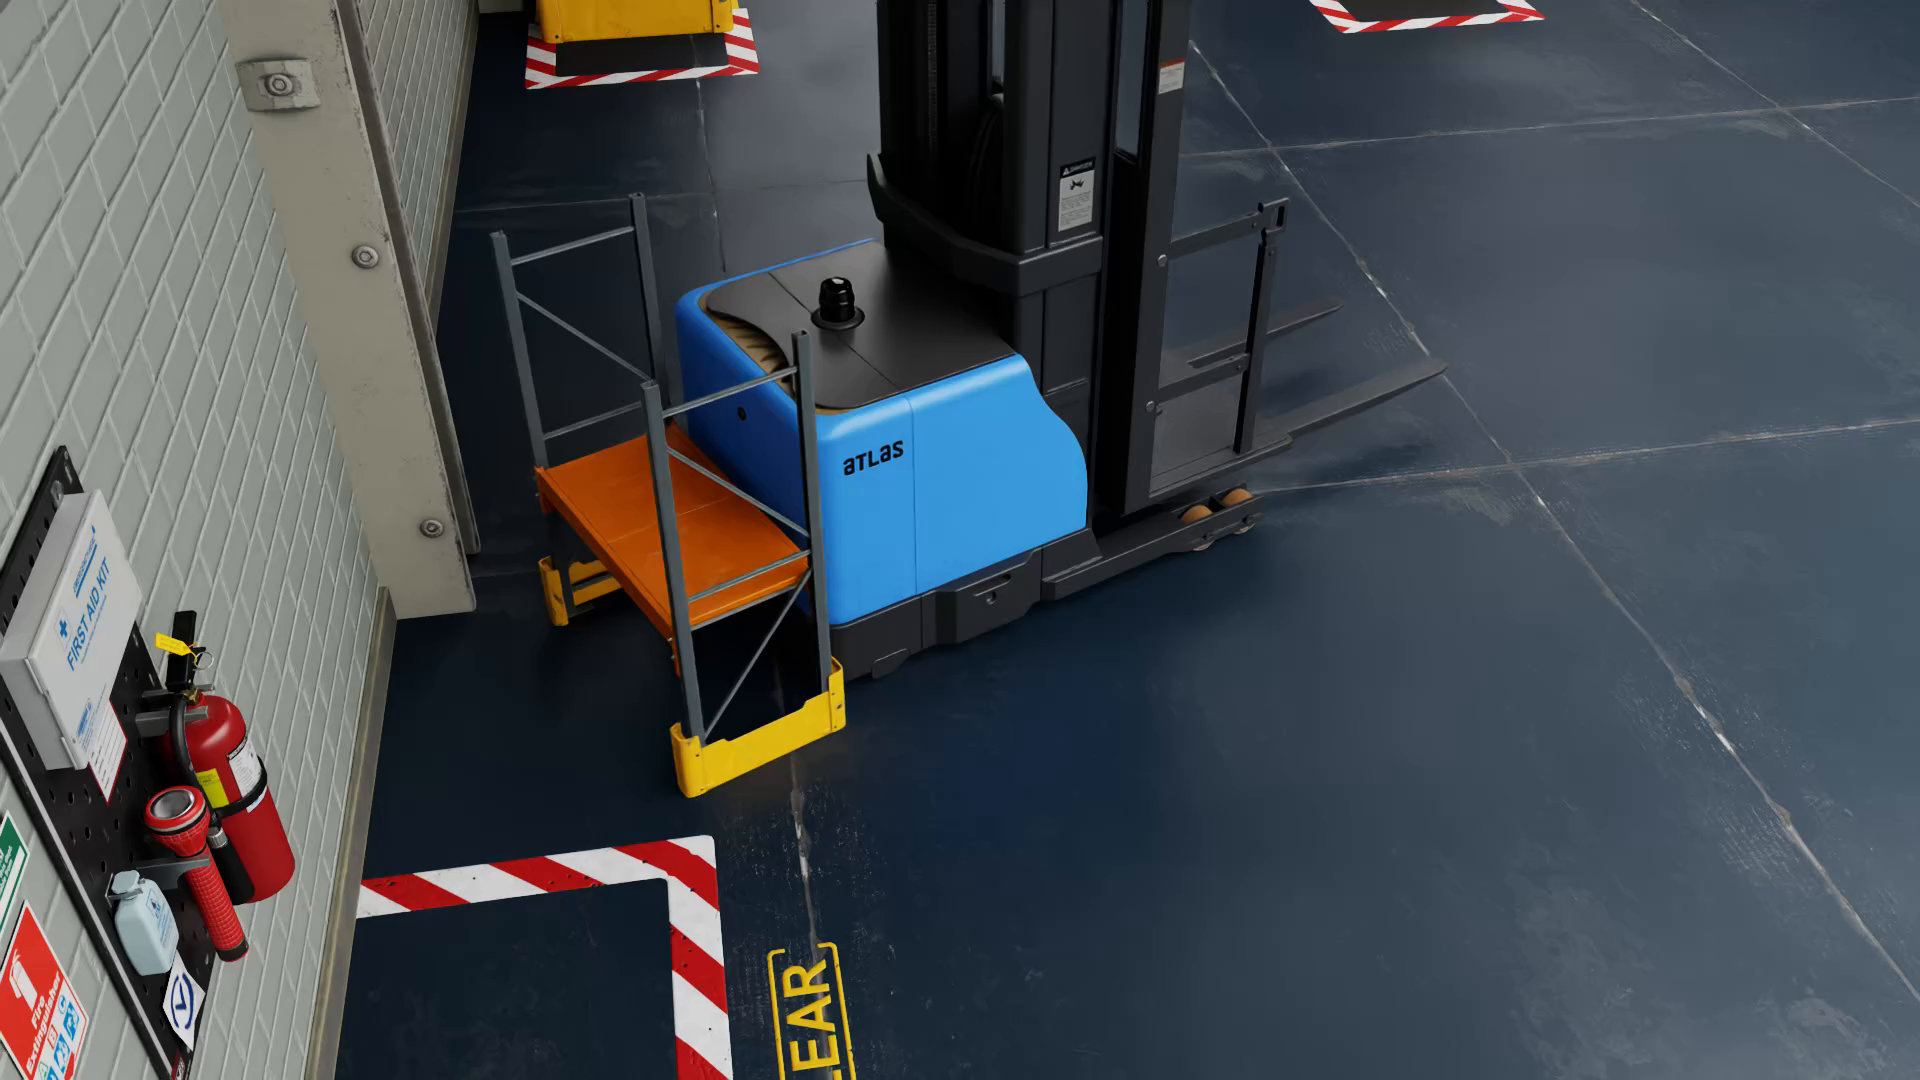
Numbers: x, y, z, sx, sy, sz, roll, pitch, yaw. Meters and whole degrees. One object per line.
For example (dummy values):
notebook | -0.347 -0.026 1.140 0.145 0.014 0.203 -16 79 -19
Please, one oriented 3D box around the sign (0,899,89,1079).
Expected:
sign | -1.523 0.791 2.757 0.001 0.329 0.234 -6 38 -8

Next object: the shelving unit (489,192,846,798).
shelving unit | -0.916 -0.153 5.225 0.587 1.500 1.083 -23 43 -27

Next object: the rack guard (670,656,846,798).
rack guard | -0.633 0.592 5.285 0.587 0.250 0.087 -23 43 -27

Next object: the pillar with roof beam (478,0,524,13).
pillar with roof beam | 1.273 -7.493 8.559 9.100 9.000 0.400 -6 38 -8

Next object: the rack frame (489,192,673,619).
rack frame | -1.200 -0.405 5.549 0.500 1.500 0.032 -23 43 -27

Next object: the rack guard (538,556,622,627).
rack guard | -1.199 0.089 5.931 0.587 0.250 0.087 -23 43 -27

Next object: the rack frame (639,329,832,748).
rack frame | -0.622 0.108 4.889 0.500 1.500 0.032 -23 43 -27

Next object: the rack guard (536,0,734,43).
rack guard | -2.005 -3.389 10.205 1.175 0.500 0.348 -6 38 -8

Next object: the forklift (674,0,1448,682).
forklift | 0.546 -1.371 5.625 3.031 2.935 1.130 -21 43 -25

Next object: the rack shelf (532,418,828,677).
rack shelf | -0.911 -0.006 5.329 0.538 0.185 1.000 -23 43 -27

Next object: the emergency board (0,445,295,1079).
emergency board | -1.518 0.460 3.212 0.194 1.169 0.643 -6 38 -8

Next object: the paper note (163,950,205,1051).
paper note | -1.555 0.923 3.336 0.016 0.148 0.142 -6 38 -8

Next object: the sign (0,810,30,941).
sign | -1.515 0.578 2.600 0.001 0.109 0.331 -6 38 -8

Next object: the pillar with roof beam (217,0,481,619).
pillar with roof beam | 2.324 -3.868 3.895 9.100 9.000 0.400 -6 38 -8
